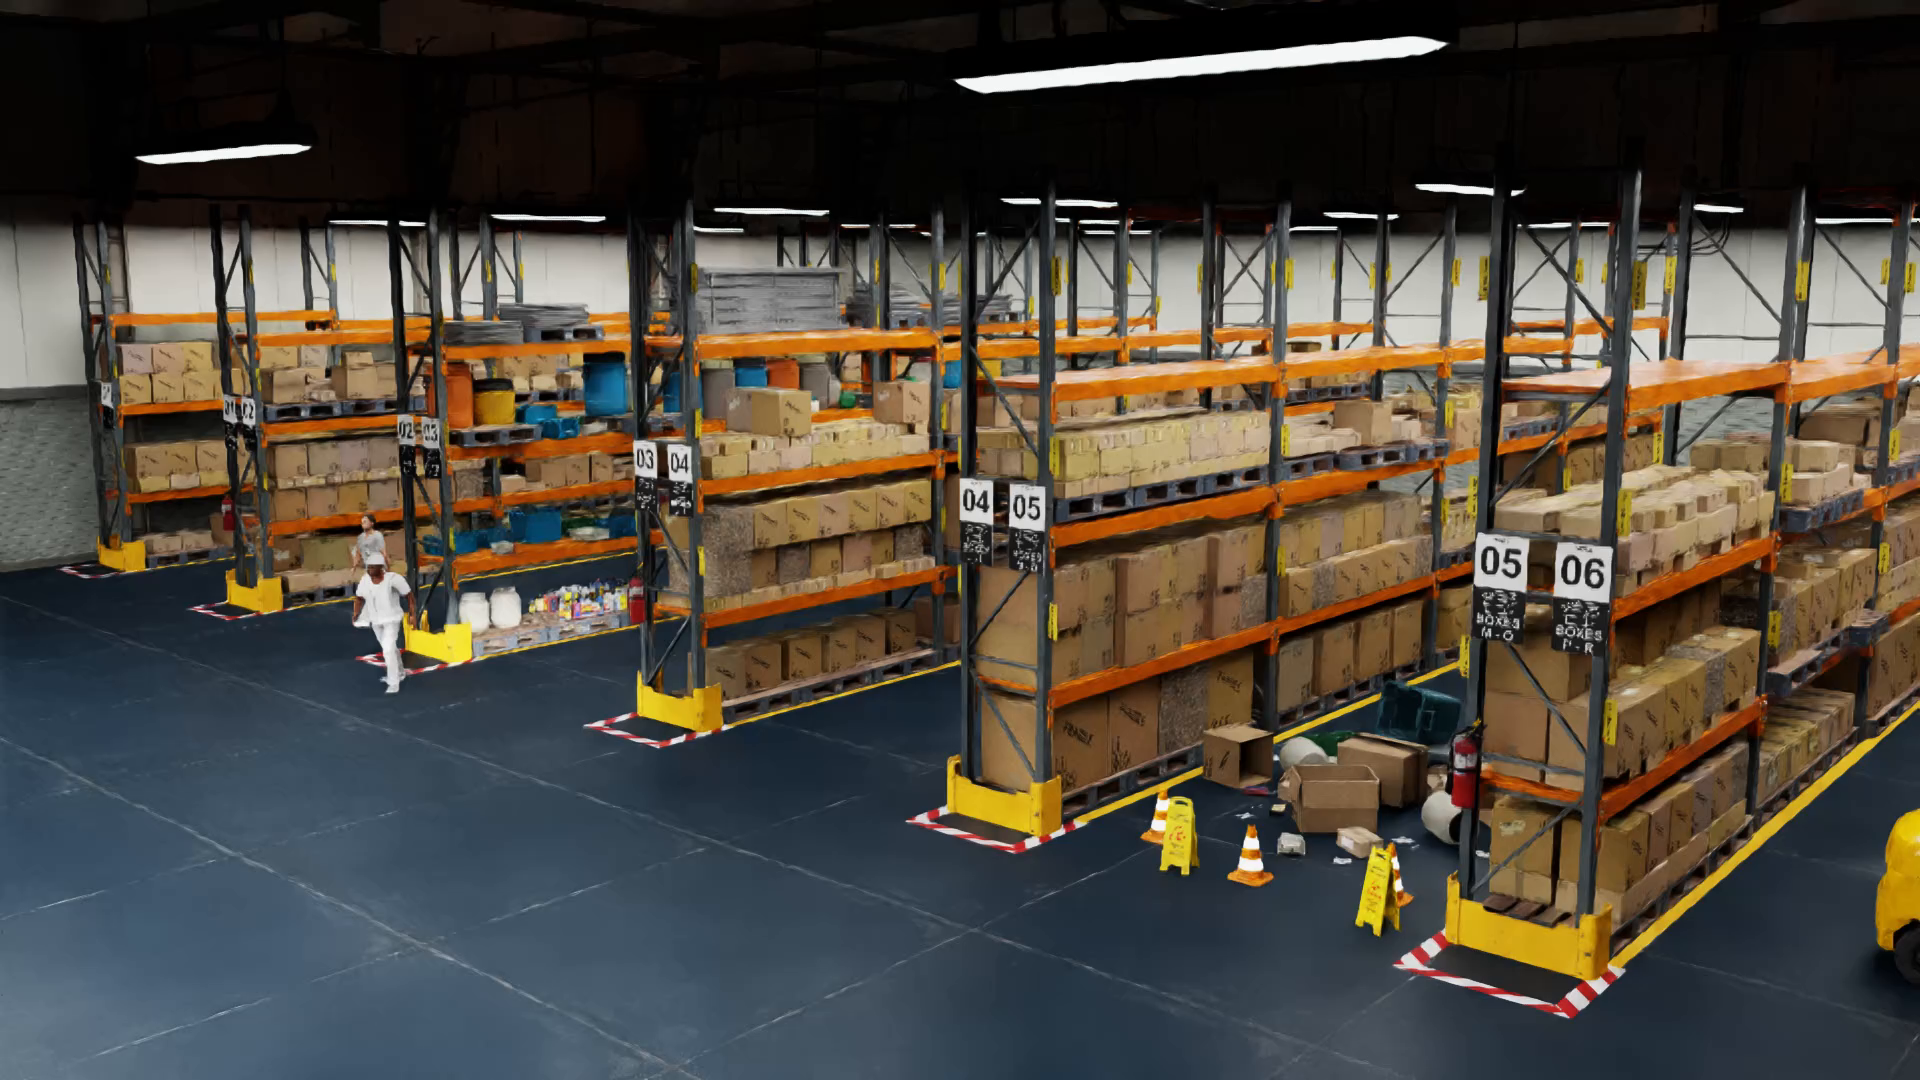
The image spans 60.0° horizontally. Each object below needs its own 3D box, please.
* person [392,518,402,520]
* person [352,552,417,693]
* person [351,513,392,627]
[{"bbox_3d":[-10.123,-0.562,29.701,0.446,1.604,1.016,6,11,32],"label":"person"},{"bbox_3d":[-6.999,0.966,20.284,0.711,1.695,0.815,4,10,22],"label":"person"},{"bbox_3d":[-8.464,0.379,23.922,0.444,1.558,1.016,6,11,33],"label":"person"}]
